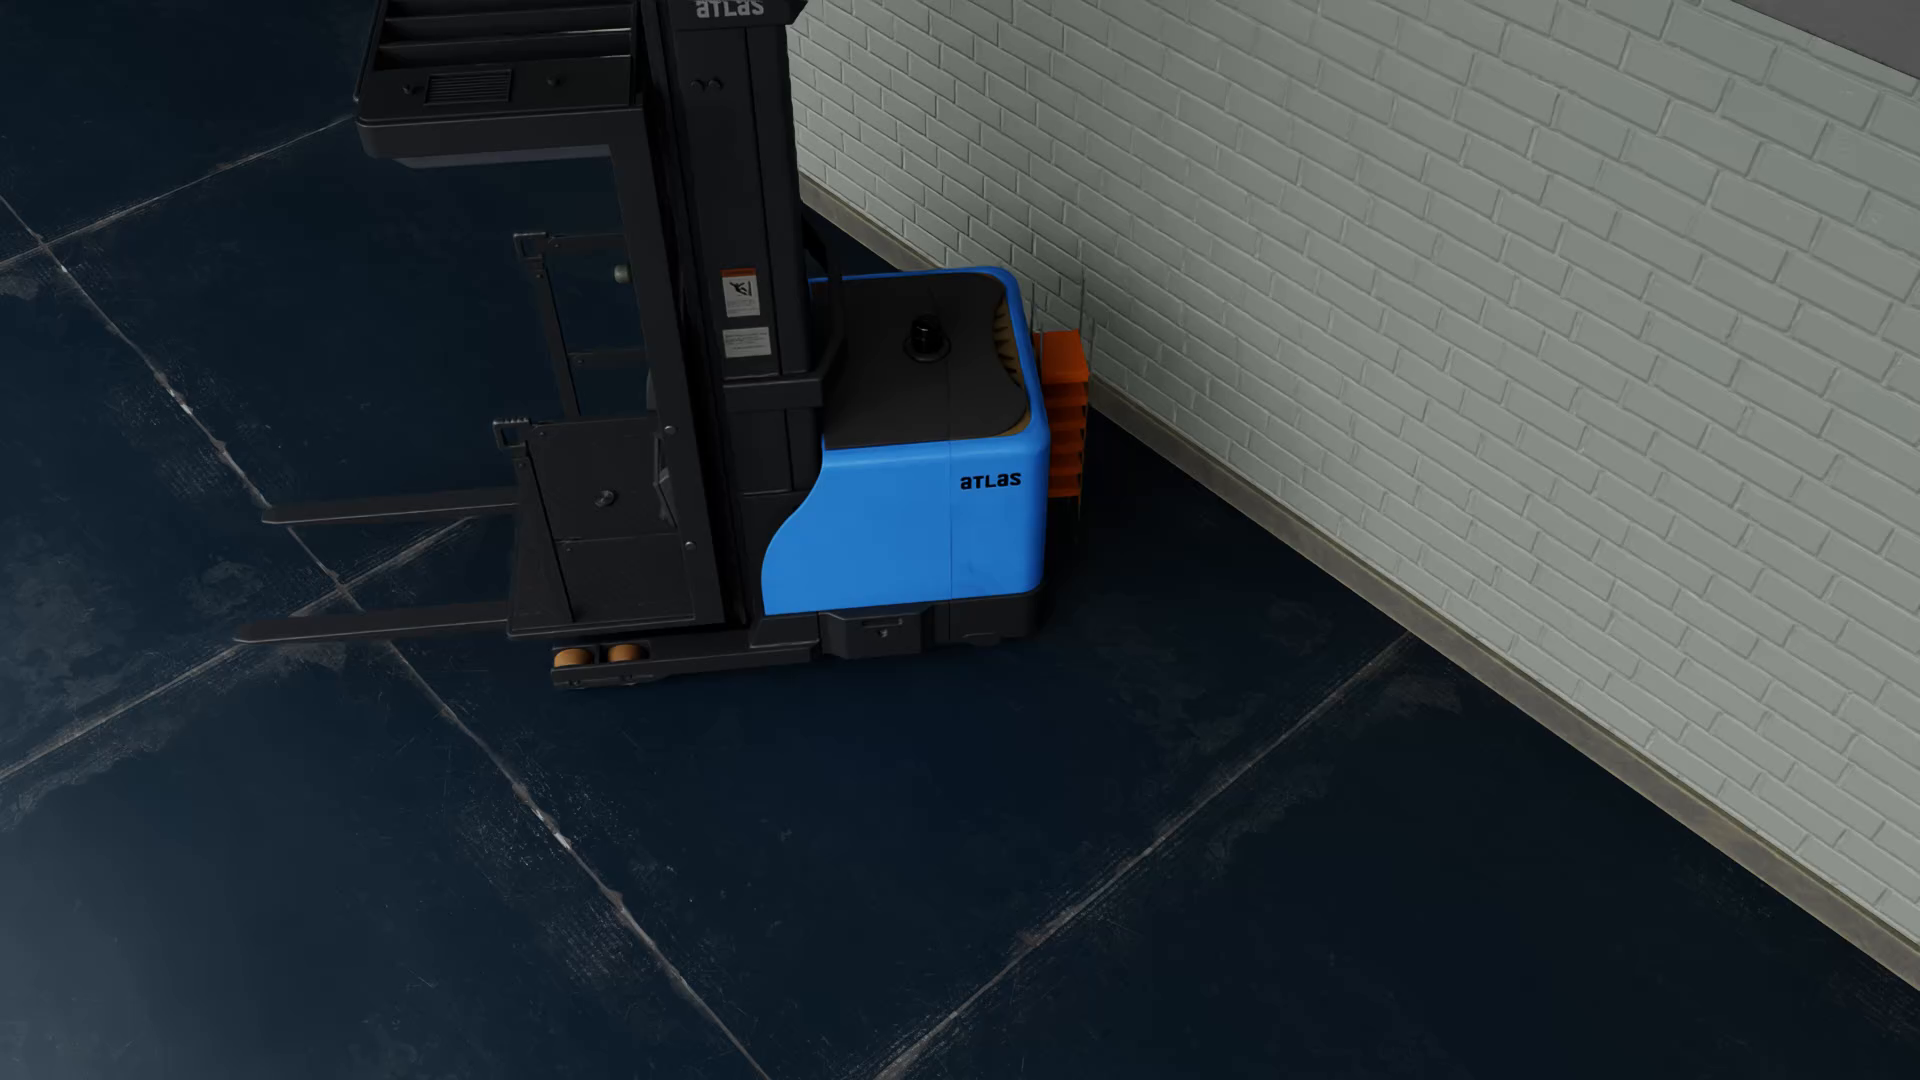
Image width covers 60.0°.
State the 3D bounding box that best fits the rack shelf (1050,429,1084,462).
[{"bbox_3d":[0.370,-0.418,6.433,0.180,0.103,0.258,-5,47,-4],"label":"rack shelf"}]

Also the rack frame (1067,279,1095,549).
[{"bbox_3d":[0.461,-0.456,6.408,0.006,1.200,0.240,-5,47,-4],"label":"rack frame"}]

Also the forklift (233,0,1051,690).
[{"bbox_3d":[-1.225,-0.841,5.585,3.031,2.935,1.130,-5,47,-4],"label":"forklift"}]

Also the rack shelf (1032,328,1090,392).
[{"bbox_3d":[0.370,-0.662,6.169,0.180,0.103,0.258,-5,47,-4],"label":"rack shelf"}]

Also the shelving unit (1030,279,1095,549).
[{"bbox_3d":[0.370,-0.448,6.401,0.189,1.200,0.258,-5,47,-4],"label":"shelving unit"}]

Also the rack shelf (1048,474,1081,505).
[{"bbox_3d":[0.370,-0.256,6.610,0.180,0.103,0.258,-5,47,-4],"label":"rack shelf"}]

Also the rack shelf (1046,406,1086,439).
[{"bbox_3d":[0.370,-0.500,6.345,0.180,0.103,0.258,-5,47,-4],"label":"rack shelf"}]

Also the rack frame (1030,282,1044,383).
[{"bbox_3d":[0.279,-0.441,6.394,0.006,1.200,0.240,-5,47,-4],"label":"rack frame"}]

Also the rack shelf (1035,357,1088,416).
[{"bbox_3d":[0.370,-0.581,6.257,0.180,0.103,0.258,-5,47,-4],"label":"rack shelf"}]

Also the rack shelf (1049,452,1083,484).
[{"bbox_3d":[0.370,-0.337,6.521,0.180,0.103,0.258,-5,47,-4],"label":"rack shelf"}]
